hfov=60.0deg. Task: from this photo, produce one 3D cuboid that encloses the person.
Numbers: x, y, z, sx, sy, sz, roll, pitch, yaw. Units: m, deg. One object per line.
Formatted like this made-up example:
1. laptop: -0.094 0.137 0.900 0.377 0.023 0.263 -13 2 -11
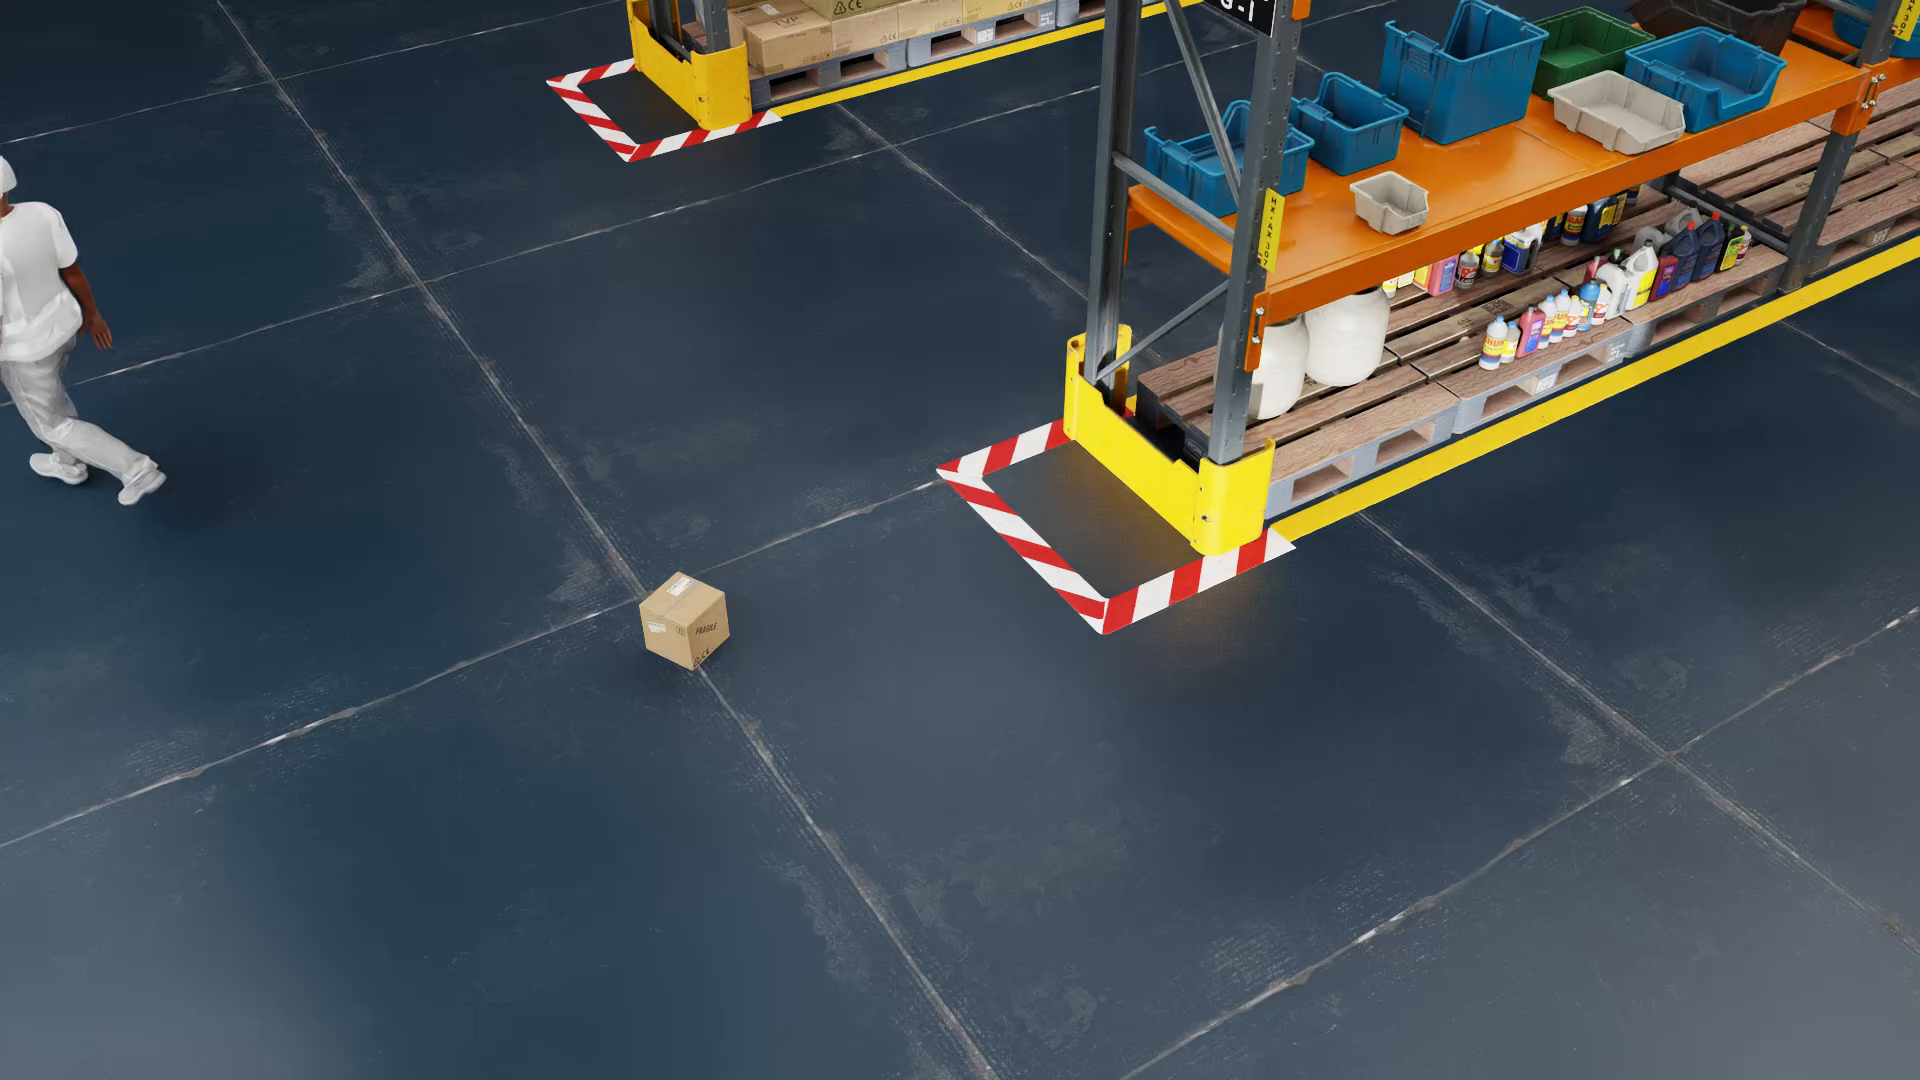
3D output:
1. person: -3.969 -0.871 7.154 0.898 1.738 0.579 9 41 11
